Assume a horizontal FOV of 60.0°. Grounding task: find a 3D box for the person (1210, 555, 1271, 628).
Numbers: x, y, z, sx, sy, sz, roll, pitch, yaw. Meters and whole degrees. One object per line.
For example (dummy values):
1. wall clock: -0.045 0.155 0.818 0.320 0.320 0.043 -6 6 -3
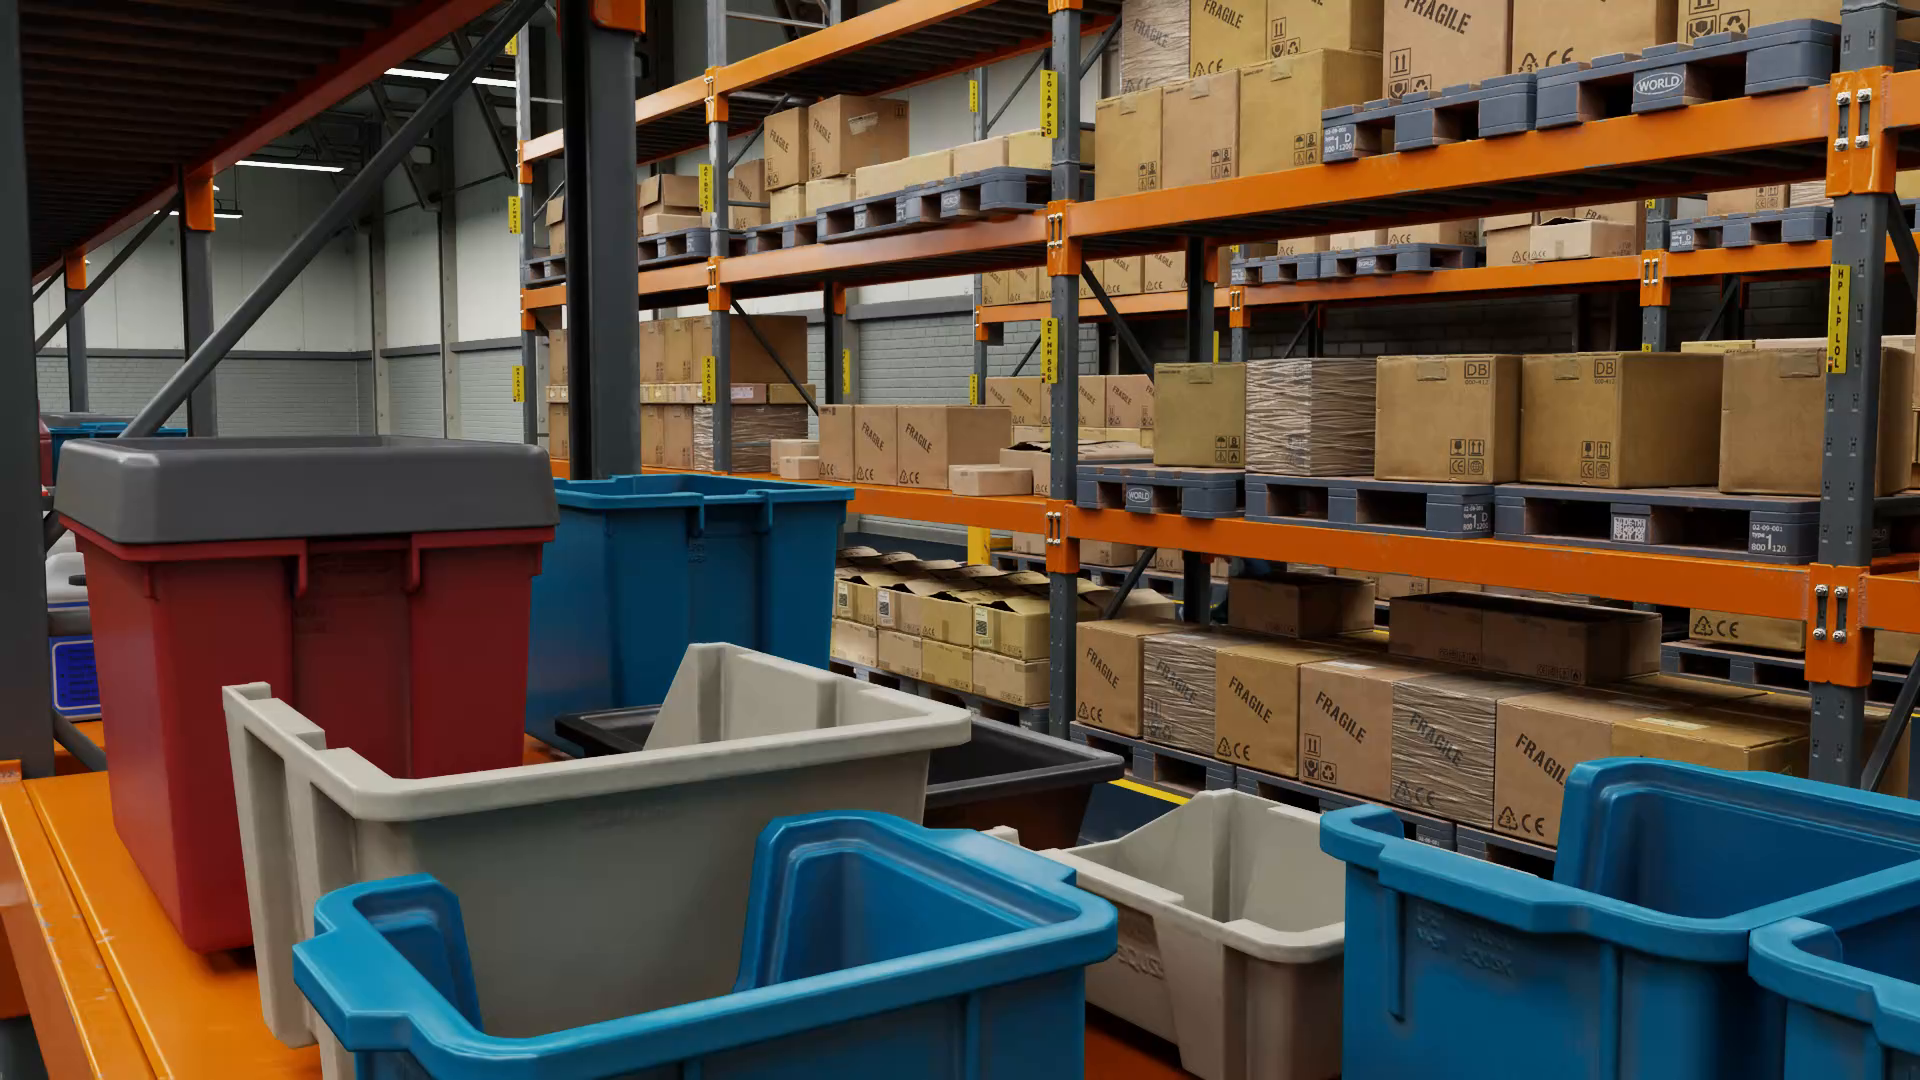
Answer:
1. person: 2.133 0.018 12.021 0.410 1.546 0.936 -4 6 -40
